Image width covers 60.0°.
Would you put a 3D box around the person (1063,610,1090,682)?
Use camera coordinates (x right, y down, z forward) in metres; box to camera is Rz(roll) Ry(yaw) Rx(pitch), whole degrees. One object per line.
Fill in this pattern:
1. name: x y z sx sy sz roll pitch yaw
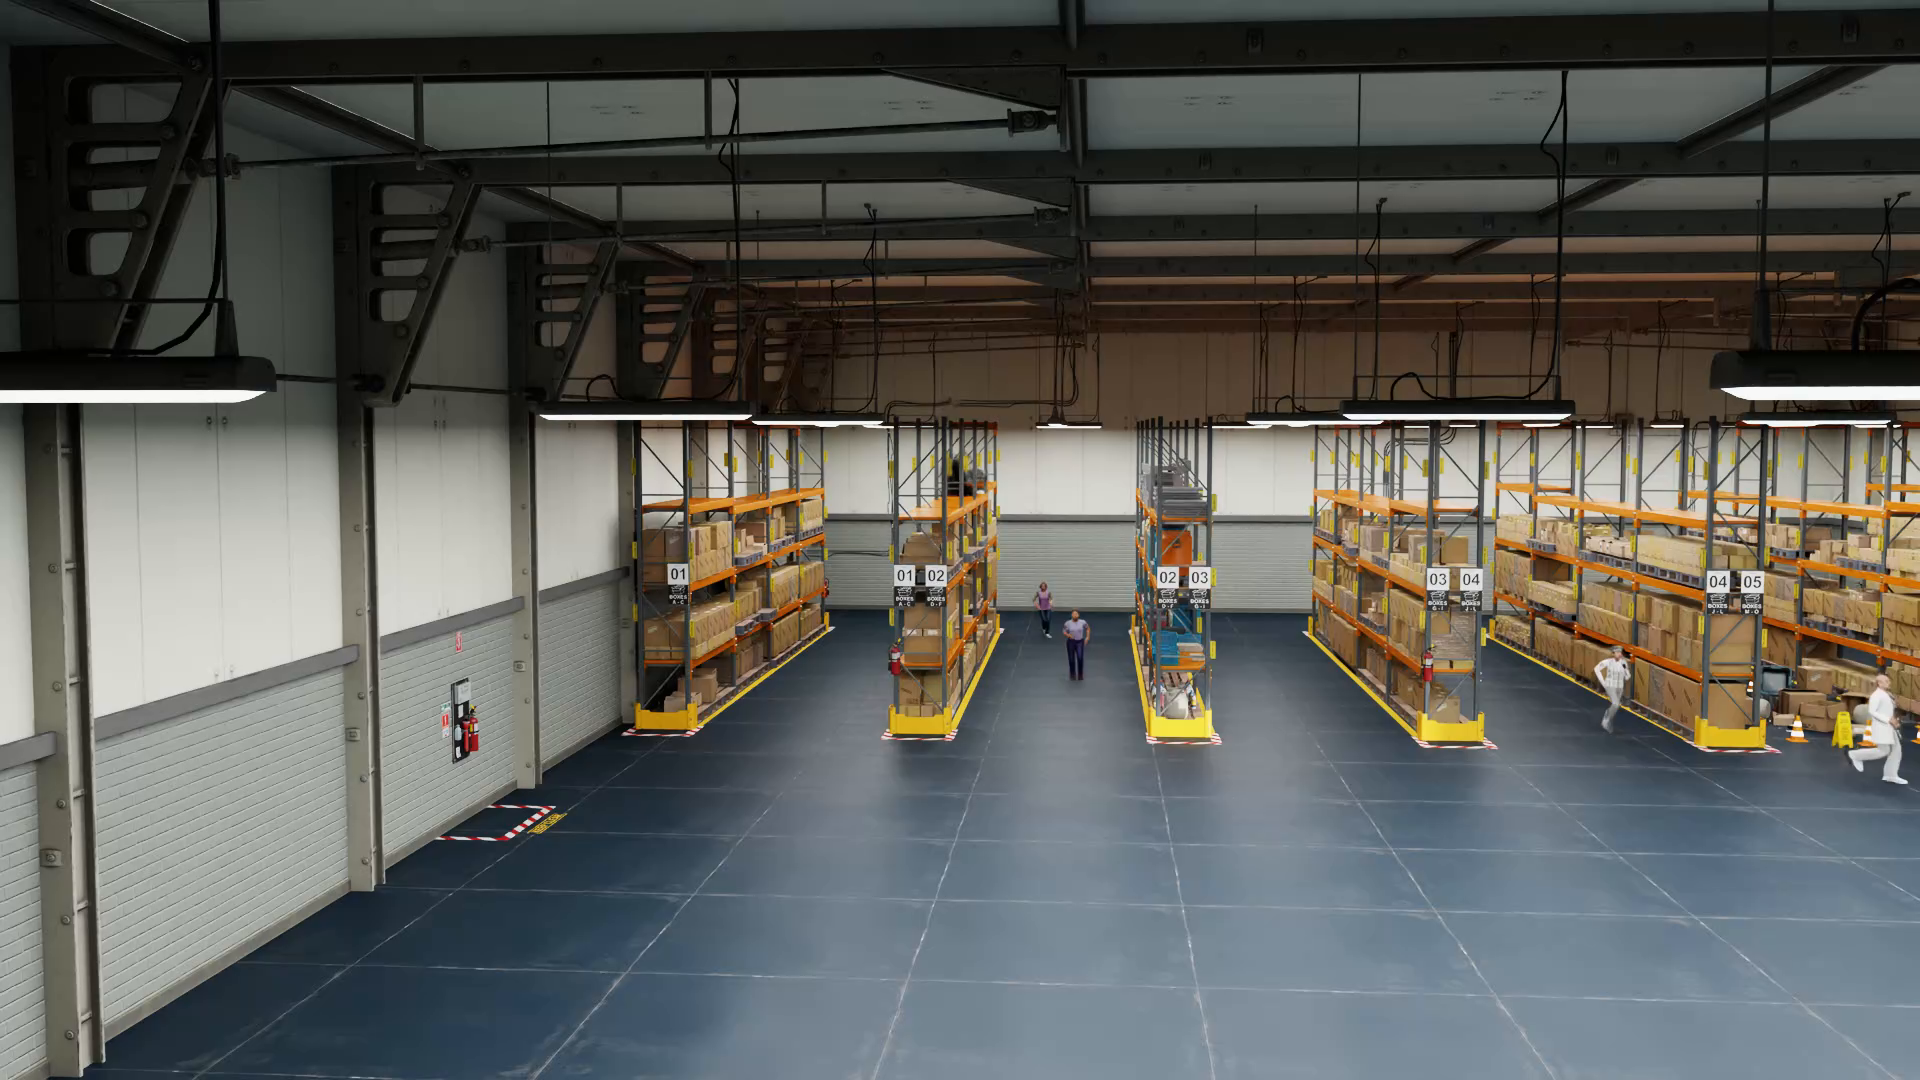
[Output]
1. person: 2.663 2.447 38.127 0.619 1.669 0.691 0 4 3

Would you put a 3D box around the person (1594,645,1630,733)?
1. person: 12.434 2.822 31.595 0.601 1.678 0.701 -1 4 -11

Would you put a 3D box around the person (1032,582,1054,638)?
1. person: 2.326 1.946 46.117 0.586 1.553 0.558 0 4 -6

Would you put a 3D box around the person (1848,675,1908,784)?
1. person: 15.065 3.075 27.216 0.720 1.753 0.878 -3 5 -42
